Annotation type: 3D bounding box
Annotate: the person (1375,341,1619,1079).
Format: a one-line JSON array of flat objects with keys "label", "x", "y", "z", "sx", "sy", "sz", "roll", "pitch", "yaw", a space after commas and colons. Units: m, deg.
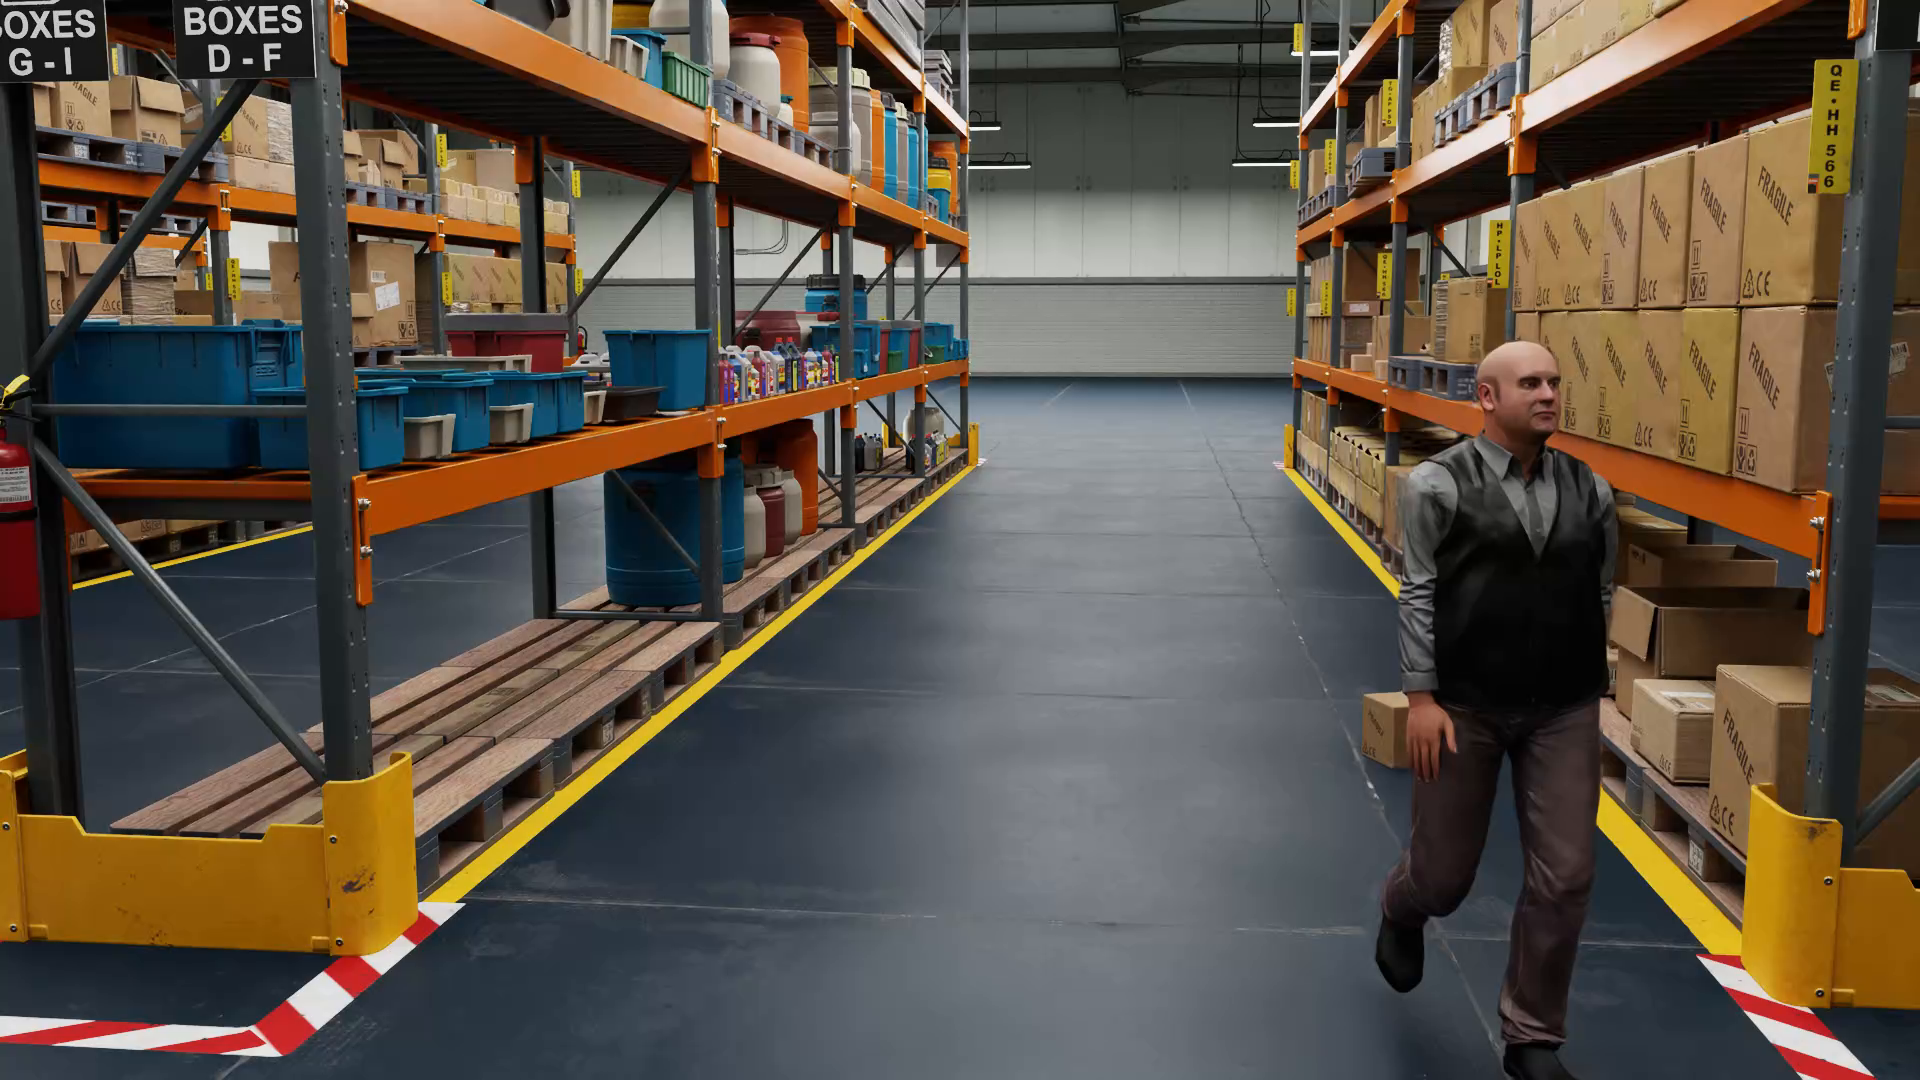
[{"label": "person", "x": 1.279, "y": 0.385, "z": 3.907, "sx": 0.531, "sy": 1.693, "sz": 0.773, "roll": 0, "pitch": 8, "yaw": -1}]
